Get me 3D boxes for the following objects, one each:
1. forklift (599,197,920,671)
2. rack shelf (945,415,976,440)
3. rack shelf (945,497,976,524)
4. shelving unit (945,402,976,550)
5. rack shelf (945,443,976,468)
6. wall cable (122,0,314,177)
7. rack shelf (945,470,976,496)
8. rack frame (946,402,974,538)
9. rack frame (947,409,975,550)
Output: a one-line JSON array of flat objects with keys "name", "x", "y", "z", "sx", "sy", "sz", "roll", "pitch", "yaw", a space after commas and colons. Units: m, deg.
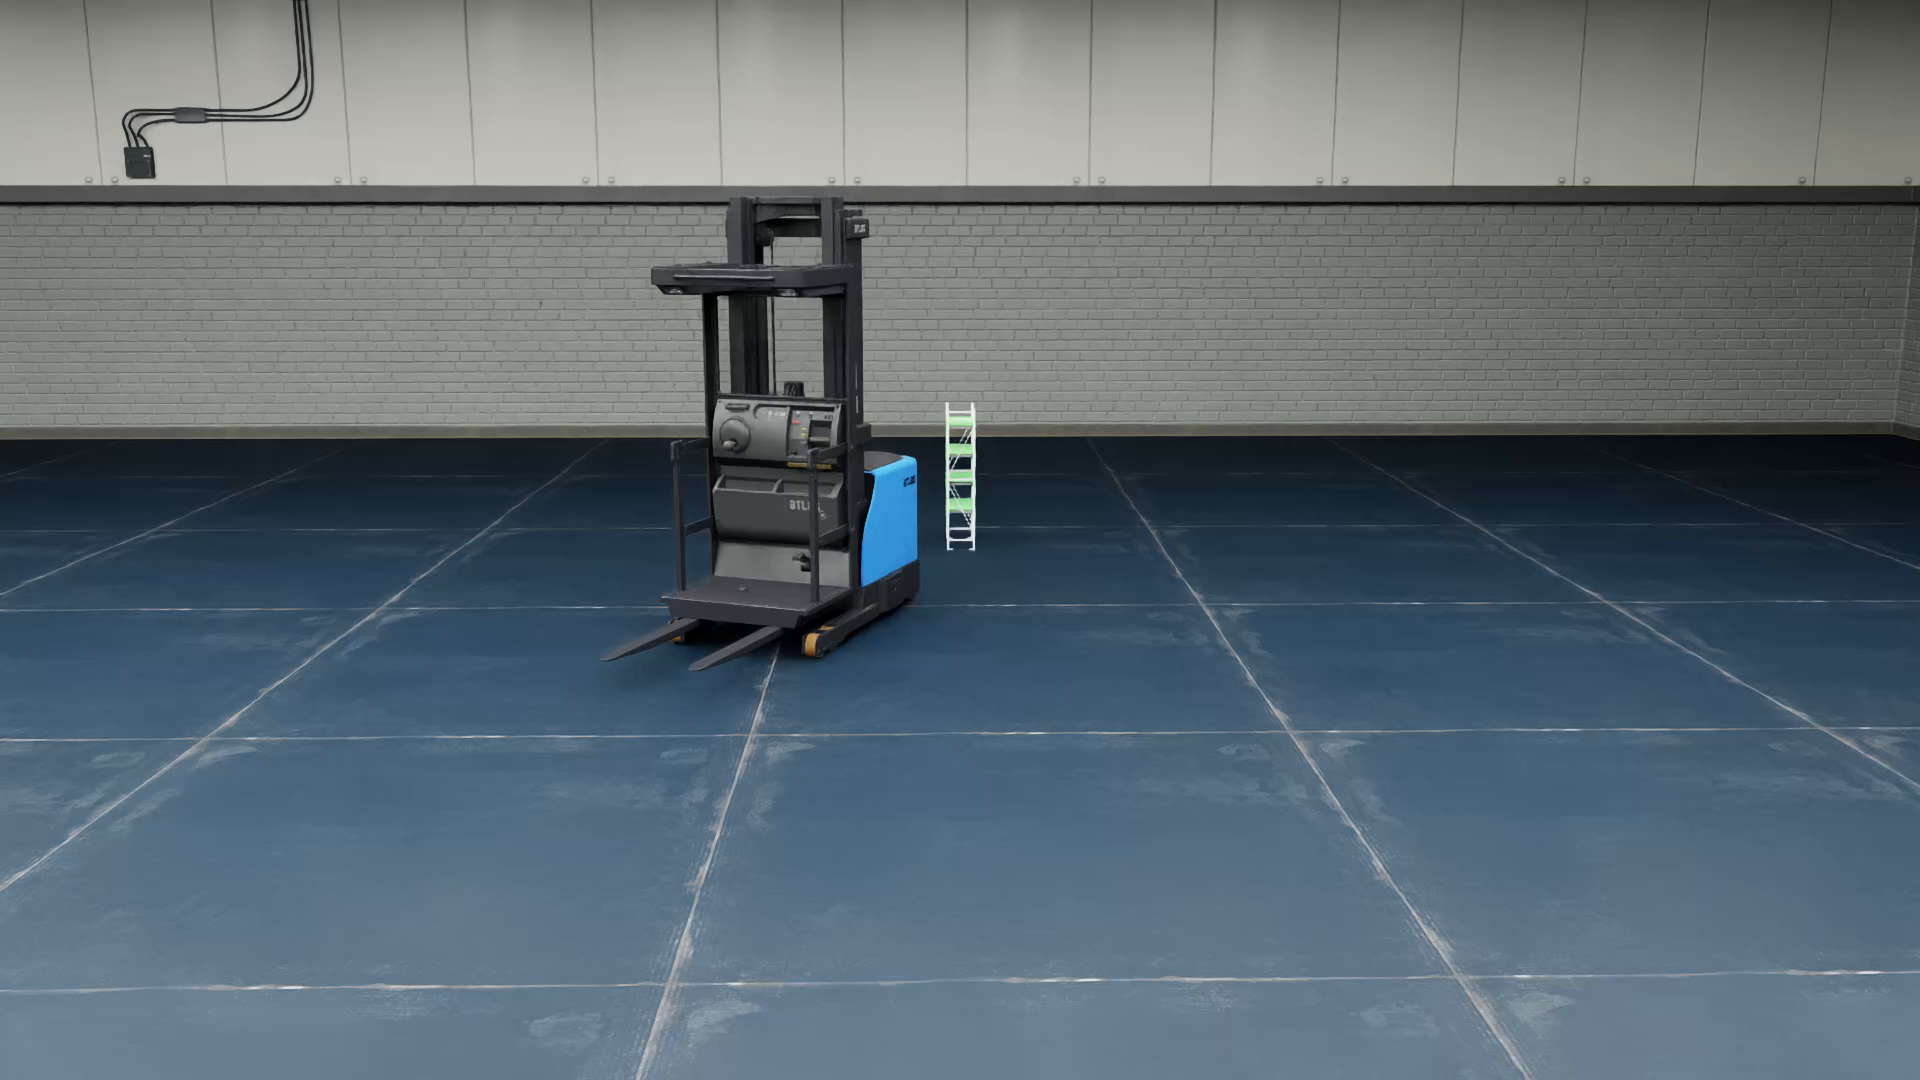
[{"name": "forklift", "x": -1.302, "y": -0.763, "z": 10.946, "sx": 1.130, "sy": 2.935, "sz": 3.031, "roll": 4, "pitch": 12, "yaw": 21}, {"name": "rack shelf", "x": 0.003, "y": -0.963, "z": 14.195, "sx": 0.258, "sy": 0.148, "sz": 0.480, "roll": 0, "pitch": 11, "yaw": -1}, {"name": "rack shelf", "x": 0.003, "y": -0.257, "z": 14.338, "sx": 0.258, "sy": 0.148, "sz": 0.480, "roll": 0, "pitch": 11, "yaw": -1}, {"name": "shelving unit", "x": 0.003, "y": -0.555, "z": 14.278, "sx": 0.258, "sy": 1.200, "sz": 0.503, "roll": 0, "pitch": 11, "yaw": -1}, {"name": "rack shelf", "x": 0.003, "y": -0.728, "z": 14.243, "sx": 0.258, "sy": 0.148, "sz": 0.480, "roll": 0, "pitch": 11, "yaw": -1}, {"name": "wall cable", "x": -8.908, "y": -7.335, "z": 19.527, "sx": 2.305, "sy": 6.003, "sz": 0.169, "roll": 0, "pitch": 11, "yaw": -1}, {"name": "rack shelf", "x": 0.003, "y": -0.492, "z": 14.290, "sx": 0.258, "sy": 0.148, "sz": 0.480, "roll": 0, "pitch": 11, "yaw": -1}, {"name": "rack frame", "x": -0.002, "y": -0.604, "z": 14.517, "sx": 0.240, "sy": 1.200, "sz": 0.015, "roll": 0, "pitch": 11, "yaw": -1}, {"name": "rack frame", "x": 0.008, "y": -0.507, "z": 14.039, "sx": 0.240, "sy": 1.200, "sz": 0.015, "roll": 0, "pitch": 11, "yaw": -1}]
